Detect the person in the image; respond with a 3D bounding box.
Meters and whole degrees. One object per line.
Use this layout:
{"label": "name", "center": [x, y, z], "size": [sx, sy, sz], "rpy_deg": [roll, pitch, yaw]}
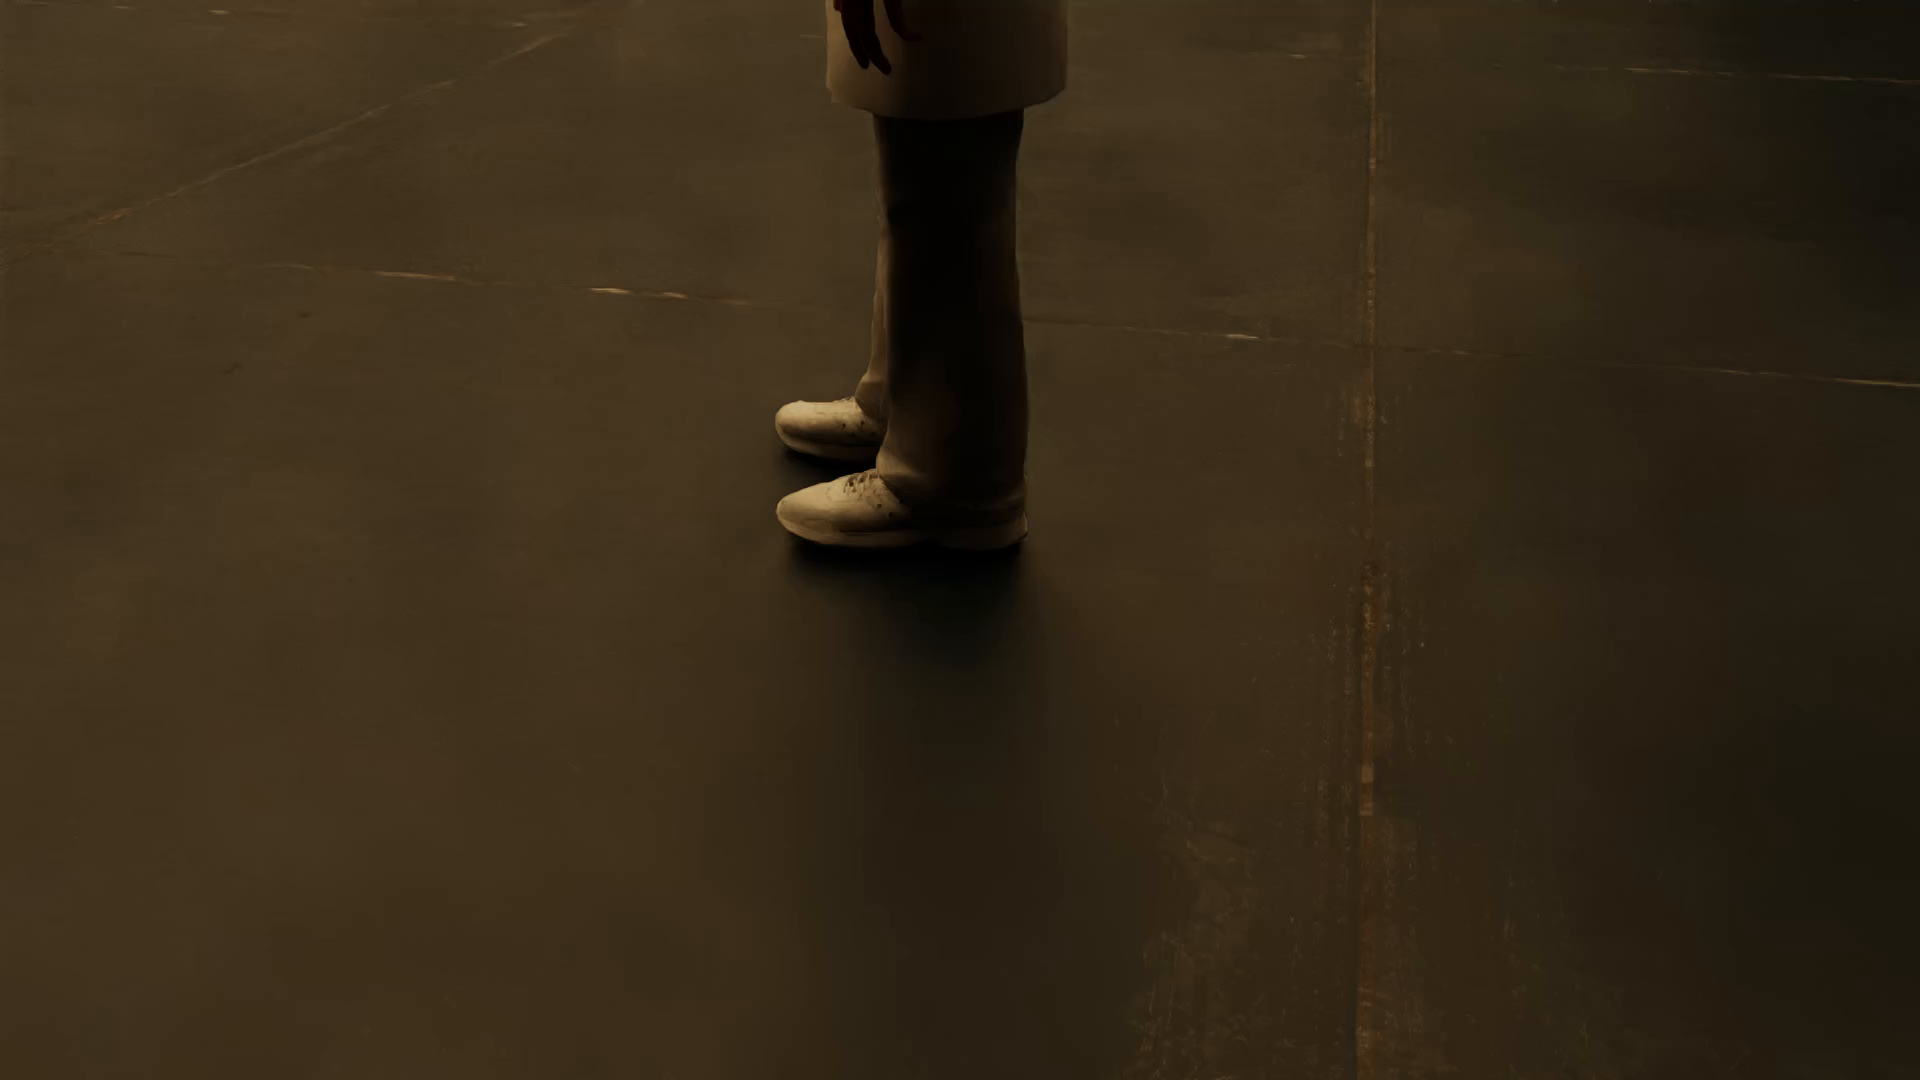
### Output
{"label": "person", "center": [-0.088, -0.811, 2.118], "size": [0.579, 1.776, 0.694], "rpy_deg": [6, 27, 11]}
